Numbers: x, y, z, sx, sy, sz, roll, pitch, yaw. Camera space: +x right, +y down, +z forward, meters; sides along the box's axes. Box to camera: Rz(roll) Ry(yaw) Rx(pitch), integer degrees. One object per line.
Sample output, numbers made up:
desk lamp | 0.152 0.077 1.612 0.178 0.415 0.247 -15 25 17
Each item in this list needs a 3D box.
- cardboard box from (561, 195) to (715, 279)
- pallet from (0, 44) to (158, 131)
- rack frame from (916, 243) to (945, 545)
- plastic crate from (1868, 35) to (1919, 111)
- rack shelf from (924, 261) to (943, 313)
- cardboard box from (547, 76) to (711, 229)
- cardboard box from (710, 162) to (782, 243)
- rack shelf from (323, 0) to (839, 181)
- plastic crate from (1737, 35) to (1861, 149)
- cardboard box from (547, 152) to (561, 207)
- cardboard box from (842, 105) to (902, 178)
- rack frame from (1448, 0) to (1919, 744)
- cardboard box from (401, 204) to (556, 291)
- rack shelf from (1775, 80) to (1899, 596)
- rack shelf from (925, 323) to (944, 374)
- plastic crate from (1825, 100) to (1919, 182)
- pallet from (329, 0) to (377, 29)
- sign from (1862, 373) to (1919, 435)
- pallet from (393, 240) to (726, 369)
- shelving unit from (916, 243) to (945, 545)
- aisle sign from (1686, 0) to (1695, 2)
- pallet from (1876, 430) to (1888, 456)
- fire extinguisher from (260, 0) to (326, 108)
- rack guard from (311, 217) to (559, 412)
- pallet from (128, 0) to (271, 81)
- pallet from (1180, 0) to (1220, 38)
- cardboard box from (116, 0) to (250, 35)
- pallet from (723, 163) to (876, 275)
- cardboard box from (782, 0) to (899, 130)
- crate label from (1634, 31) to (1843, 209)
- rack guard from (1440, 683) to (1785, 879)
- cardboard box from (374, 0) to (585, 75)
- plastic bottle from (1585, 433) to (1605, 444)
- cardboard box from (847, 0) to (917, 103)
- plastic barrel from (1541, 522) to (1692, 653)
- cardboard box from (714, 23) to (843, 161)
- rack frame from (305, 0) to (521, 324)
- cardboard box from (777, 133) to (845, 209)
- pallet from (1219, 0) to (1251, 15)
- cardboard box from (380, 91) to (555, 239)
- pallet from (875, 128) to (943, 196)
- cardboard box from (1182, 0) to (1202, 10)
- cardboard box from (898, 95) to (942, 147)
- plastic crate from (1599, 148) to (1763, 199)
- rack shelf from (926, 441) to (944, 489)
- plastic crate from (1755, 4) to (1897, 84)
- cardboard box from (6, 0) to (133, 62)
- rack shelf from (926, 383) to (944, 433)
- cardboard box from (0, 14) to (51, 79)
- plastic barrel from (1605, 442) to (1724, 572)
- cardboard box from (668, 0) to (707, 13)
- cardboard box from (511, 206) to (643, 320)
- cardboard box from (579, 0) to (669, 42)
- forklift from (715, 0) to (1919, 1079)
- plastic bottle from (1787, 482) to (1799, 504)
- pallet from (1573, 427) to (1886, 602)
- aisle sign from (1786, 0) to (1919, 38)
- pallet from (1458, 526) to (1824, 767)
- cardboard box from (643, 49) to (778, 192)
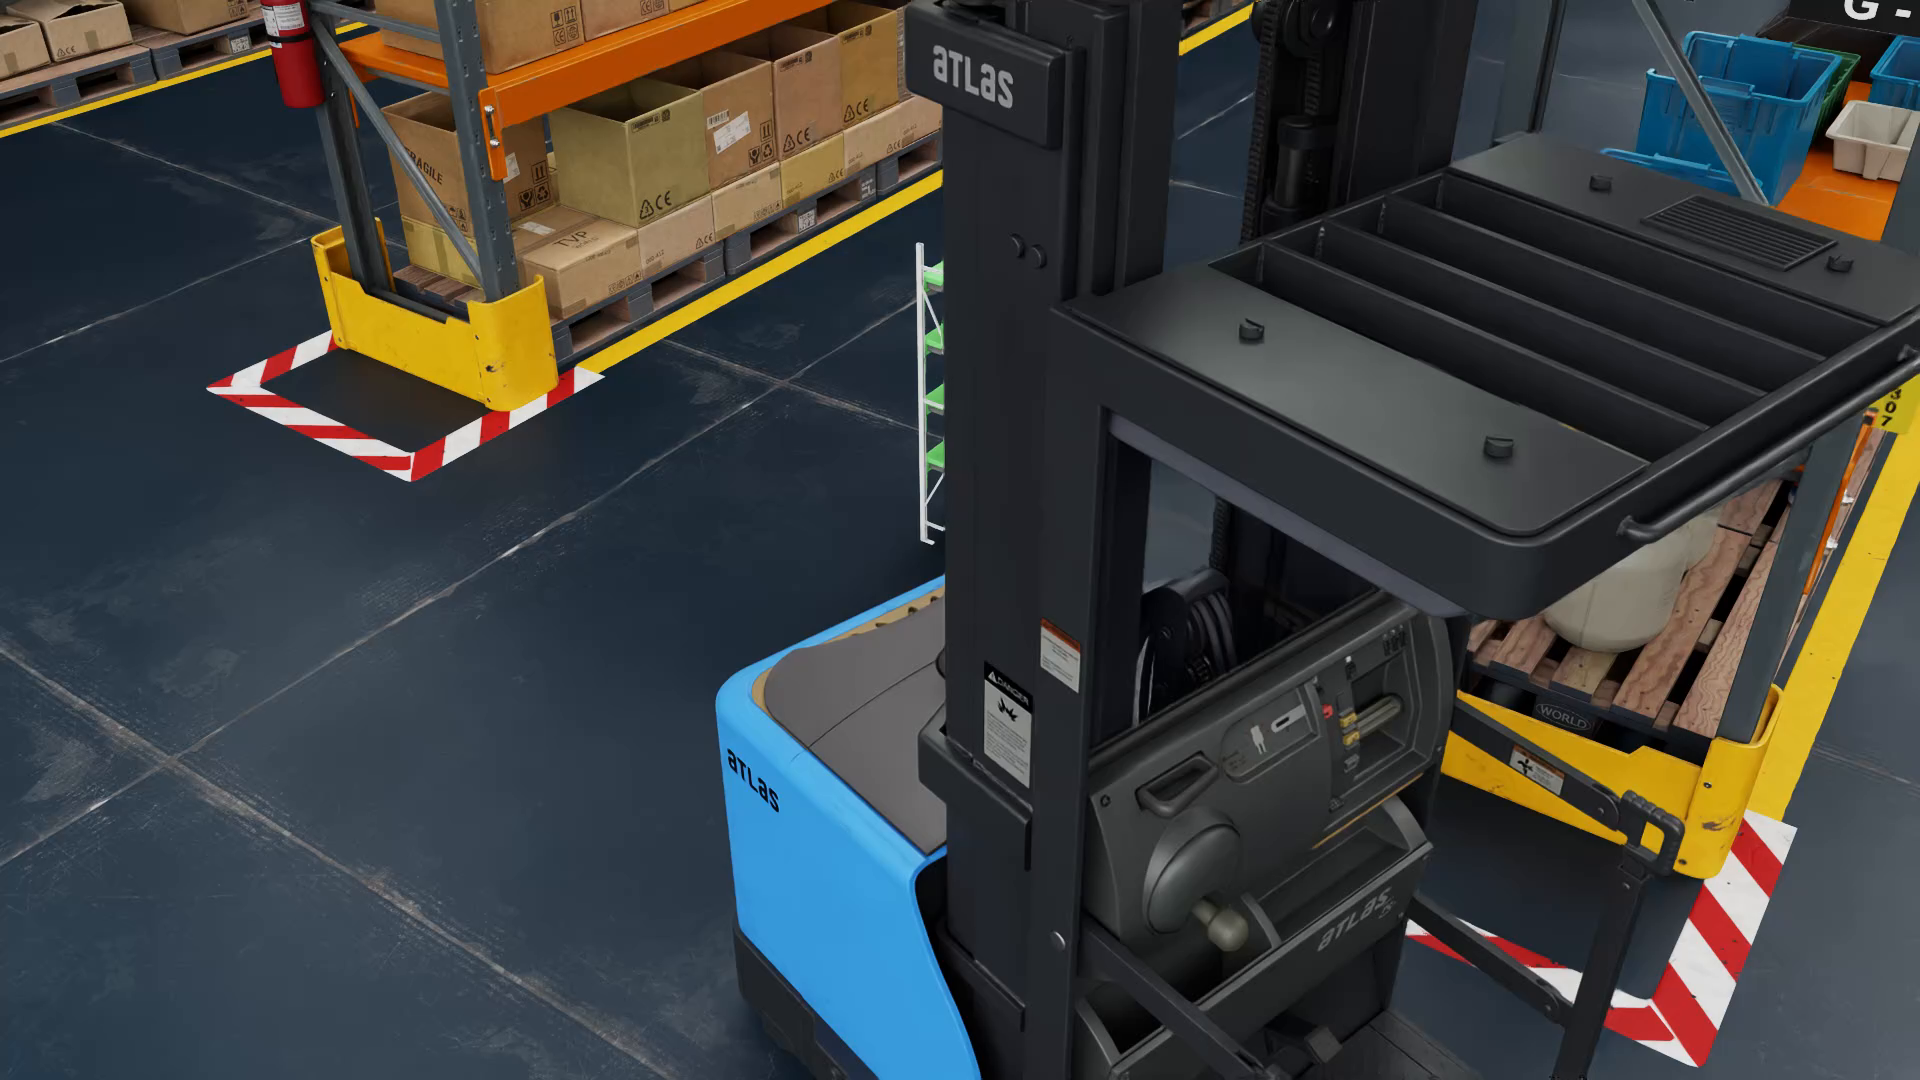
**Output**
cardboard box | -1.517 -1.491 7.856 0.500 0.250 0.500 21 39 28
pallet | -5.824 -2.872 10.308 1.003 0.211 1.213 21 39 28
rack frame | -0.045 -0.461 5.860 0.240 1.200 0.015 21 39 28
plastic crate | 3.652 -1.648 6.142 0.499 0.251 0.616 21 39 28
rack shelf | 0.094 -0.918 5.793 0.258 0.148 0.480 21 39 28
cardboard box | -1.516 -1.801 7.645 0.500 0.500 0.500 21 39 28
cardboard box | -1.232 -1.721 8.196 0.500 0.250 0.500 21 39 28
rack shelf | -1.147 -2.671 8.164 1.077 0.370 4.000 21 39 28
plastic crate | 3.054 -1.683 6.251 0.450 0.188 0.662 21 39 28
cardboard box | -1.950 -1.659 8.105 0.500 0.250 0.500 21 39 28
cardboard box | -0.658 -2.179 8.875 0.500 0.250 0.500 21 39 28
rack frame | 1.779 -0.465 4.260 1.000 3.000 0.127 21 39 28
cardboard box | -2.225 -1.425 7.759 0.500 0.250 0.500 21 39 28
rack shelf | 2.920 -1.087 5.822 1.077 0.370 4.000 21 39 28
rack shelf | 0.094 -0.719 5.928 0.258 0.148 0.480 21 39 28
plastic crate | 3.342 -1.368 5.831 0.530 0.136 0.437 21 39 28
pallet | -4.433 -3.994 11.968 1.003 0.211 1.213 21 39 28
sign | 2.229 -0.402 3.919 0.100 0.325 0.005 21 39 28
pallet | -1.886 -1.259 7.923 1.003 0.211 1.213 21 39 28
shelving unit | 0.094 -0.573 6.027 0.258 1.200 0.503 21 39 28
aisle sign | 1.494 -1.603 3.623 0.394 0.787 0.004 21 39 28
pallet | 3.643 -0.855 7.325 1.003 0.211 1.213 21 39 28
fire extinguisher | -2.737 -2.111 6.762 0.296 0.674 0.183 21 39 28
rack guard | -2.302 -1.002 7.286 1.175 0.500 0.348 21 39 28
pallet | -5.128 -3.431 11.135 1.003 0.211 1.213 21 39 28
pallet | 1.076 -3.650 11.458 1.003 0.211 1.213 21 39 28
cardboard box | -5.107 -3.650 10.808 0.700 0.500 0.500 19 38 25
pallet | -1.190 -1.818 8.750 1.003 0.211 1.213 21 39 28
cardboard box | -0.669 -2.494 8.671 0.500 0.500 0.500 21 39 28
crate label | 2.607 -1.413 5.630 0.502 0.435 0.616 21 39 28
rack guard | 1.784 0.521 5.034 1.175 0.500 0.348 21 39 28
cardboard box | -2.011 -2.301 6.885 0.700 0.500 0.500 21 39 28
plastic bottle | 2.466 -0.473 6.377 0.097 0.201 0.097 0 34 0
cardboard box | -0.387 -2.725 9.013 0.500 0.500 0.500 21 39 28
plastic barrel | 2.092 0.065 5.323 0.421 0.512 0.421 0 34 0
cardboard box | -0.942 -2.259 8.324 0.500 0.500 0.500 21 39 28
rack frame | -2.288 -2.049 6.602 1.000 3.000 0.127 21 39 28
cardboard box | -0.943 -1.949 8.534 0.500 0.250 0.500 21 39 28
pallet | 1.772 -4.209 12.285 1.003 0.211 1.213 21 39 28
cardboard box | -2.227 -1.736 7.550 0.500 0.500 0.500 21 39 28
pallet | -0.495 -2.382 9.583 1.003 0.211 1.213 21 39 28
cardboard box | 1.303 -3.739 11.181 0.500 0.250 0.500 22 40 29
cardboard box | -0.385 -2.414 9.222 0.500 0.250 0.500 21 39 28
plastic crate | 2.194 -1.026 5.222 0.499 0.251 0.408 21 39 28
rack shelf | 0.094 -0.321 6.197 0.258 0.148 0.480 21 39 28
plastic crate | 3.657 -2.080 6.703 0.767 0.338 0.504 21 39 28
cardboard box | -5.566 -3.250 10.385 0.500 0.311 0.500 25 41 32
rack shelf | 0.094 -0.520 6.062 0.258 0.148 0.480 21 39 28
cardboard box | -5.891 -2.987 9.997 0.500 0.311 0.500 17 37 23
plastic barrel | 2.378 -0.166 5.664 0.421 0.512 0.421 0 34 0
cardboard box | -1.428 -2.771 7.580 0.700 0.500 0.500 22 40 28
cardboard box | -1.799 -1.259 7.514 0.500 0.250 0.500 21 39 28
cardboard box | -1.716 -2.544 7.245 0.700 0.500 0.500 22 40 29
forklift | 0.736 0.472 2.936 1.130 2.935 3.031 -25 41 -32
plastic bottle | 3.069 -0.252 5.987 0.097 0.271 0.097 0 34 0
pallet | 2.948 -0.291 6.492 1.003 0.211 1.213 21 39 28
aisle sign | 1.979 -1.415 3.344 0.394 0.787 0.004 21 39 28
pallet | 2.252 0.268 5.665 1.003 0.211 1.213 21 39 28
cardboard box | -1.241 -2.035 7.992 0.500 0.500 0.500 21 39 28
